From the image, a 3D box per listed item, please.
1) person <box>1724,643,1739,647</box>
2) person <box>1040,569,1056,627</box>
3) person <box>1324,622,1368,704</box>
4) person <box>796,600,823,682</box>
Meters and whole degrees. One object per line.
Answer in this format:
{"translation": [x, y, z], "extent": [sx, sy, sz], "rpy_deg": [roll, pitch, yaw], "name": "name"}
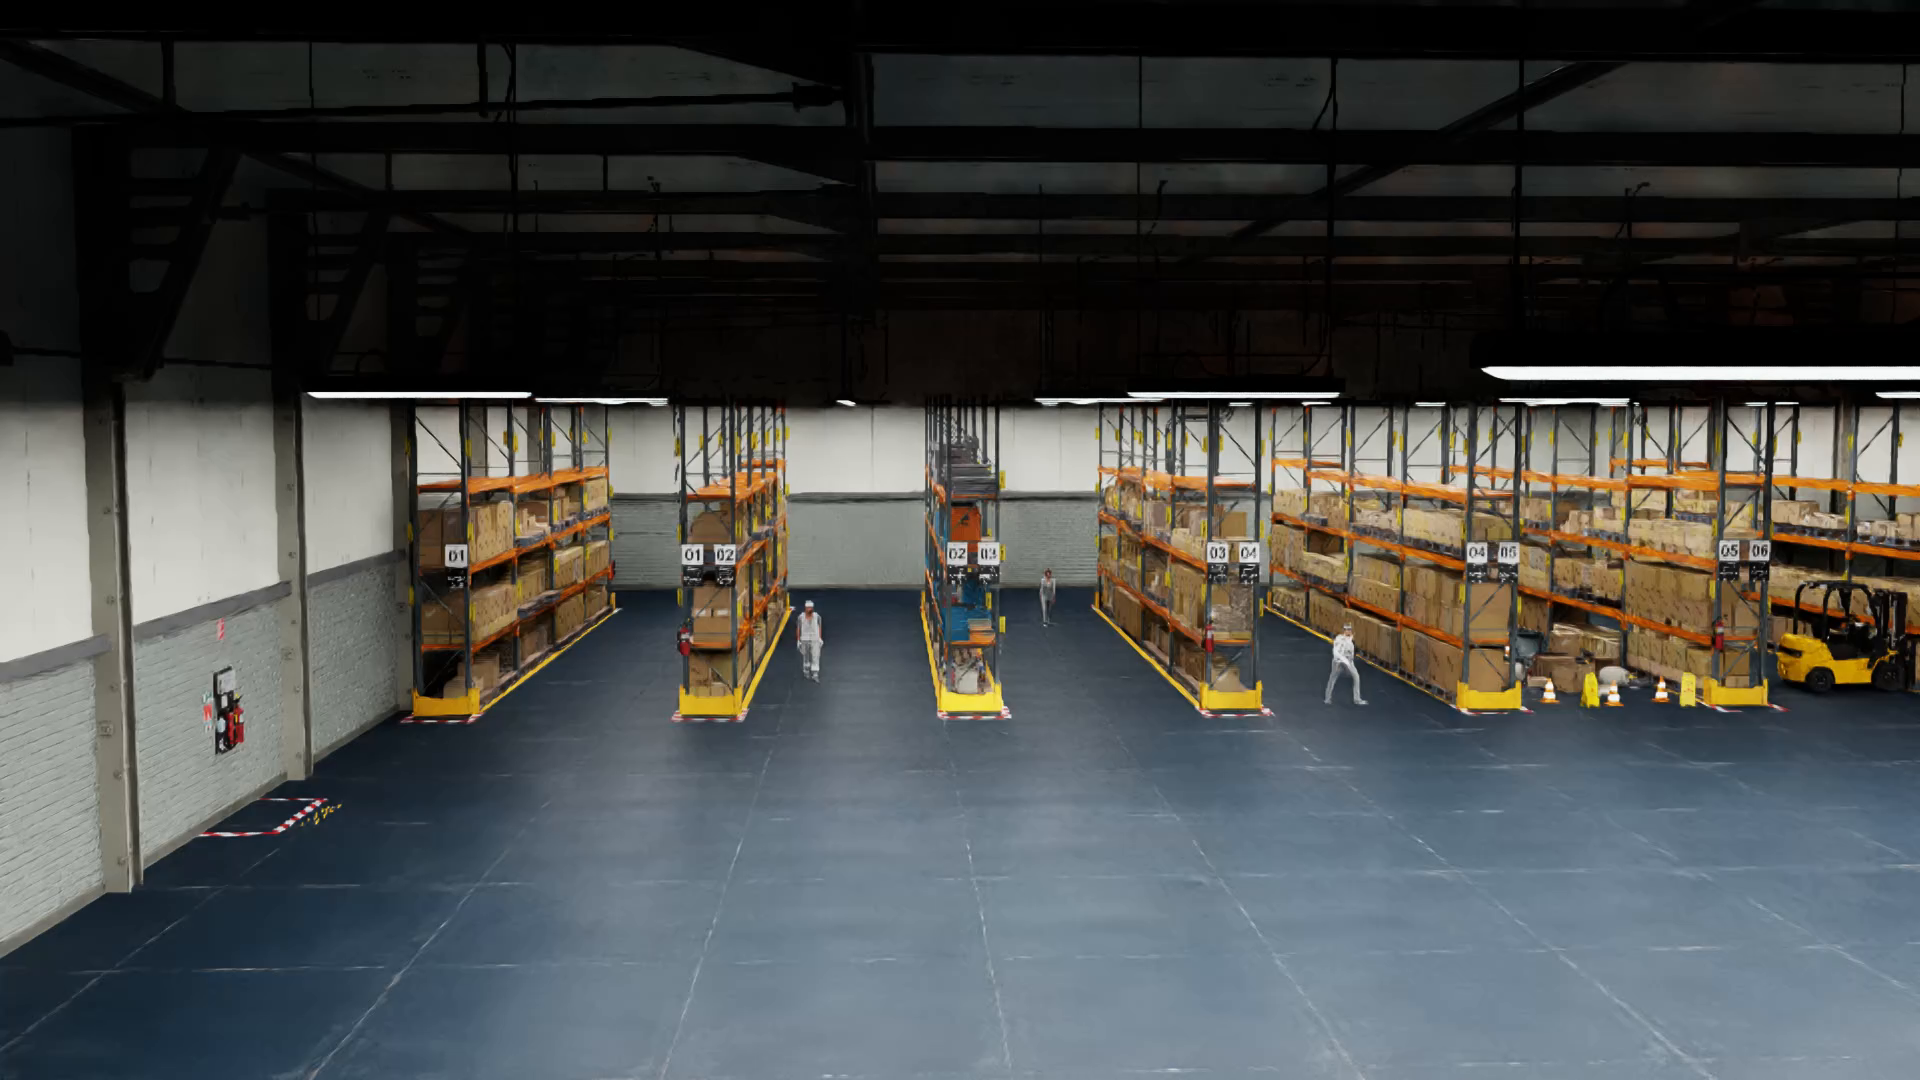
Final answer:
{"translation": [17.593, 1.868, 38.103], "extent": [0.538, 1.663, 0.572], "rpy_deg": [2, 5, 25], "name": "person"}
{"translation": [2.315, 1.501, 43.631], "extent": [0.416, 1.512, 1.039], "rpy_deg": [0, 5, -4], "name": "person"}
{"translation": [7.424, 2.371, 32.177], "extent": [0.644, 1.615, 0.783], "rpy_deg": [-2, 5, -21], "name": "person"}
{"translation": [-3.161, 2.098, 34.893], "extent": [0.557, 1.708, 1.125], "rpy_deg": [0, 5, -4], "name": "person"}
